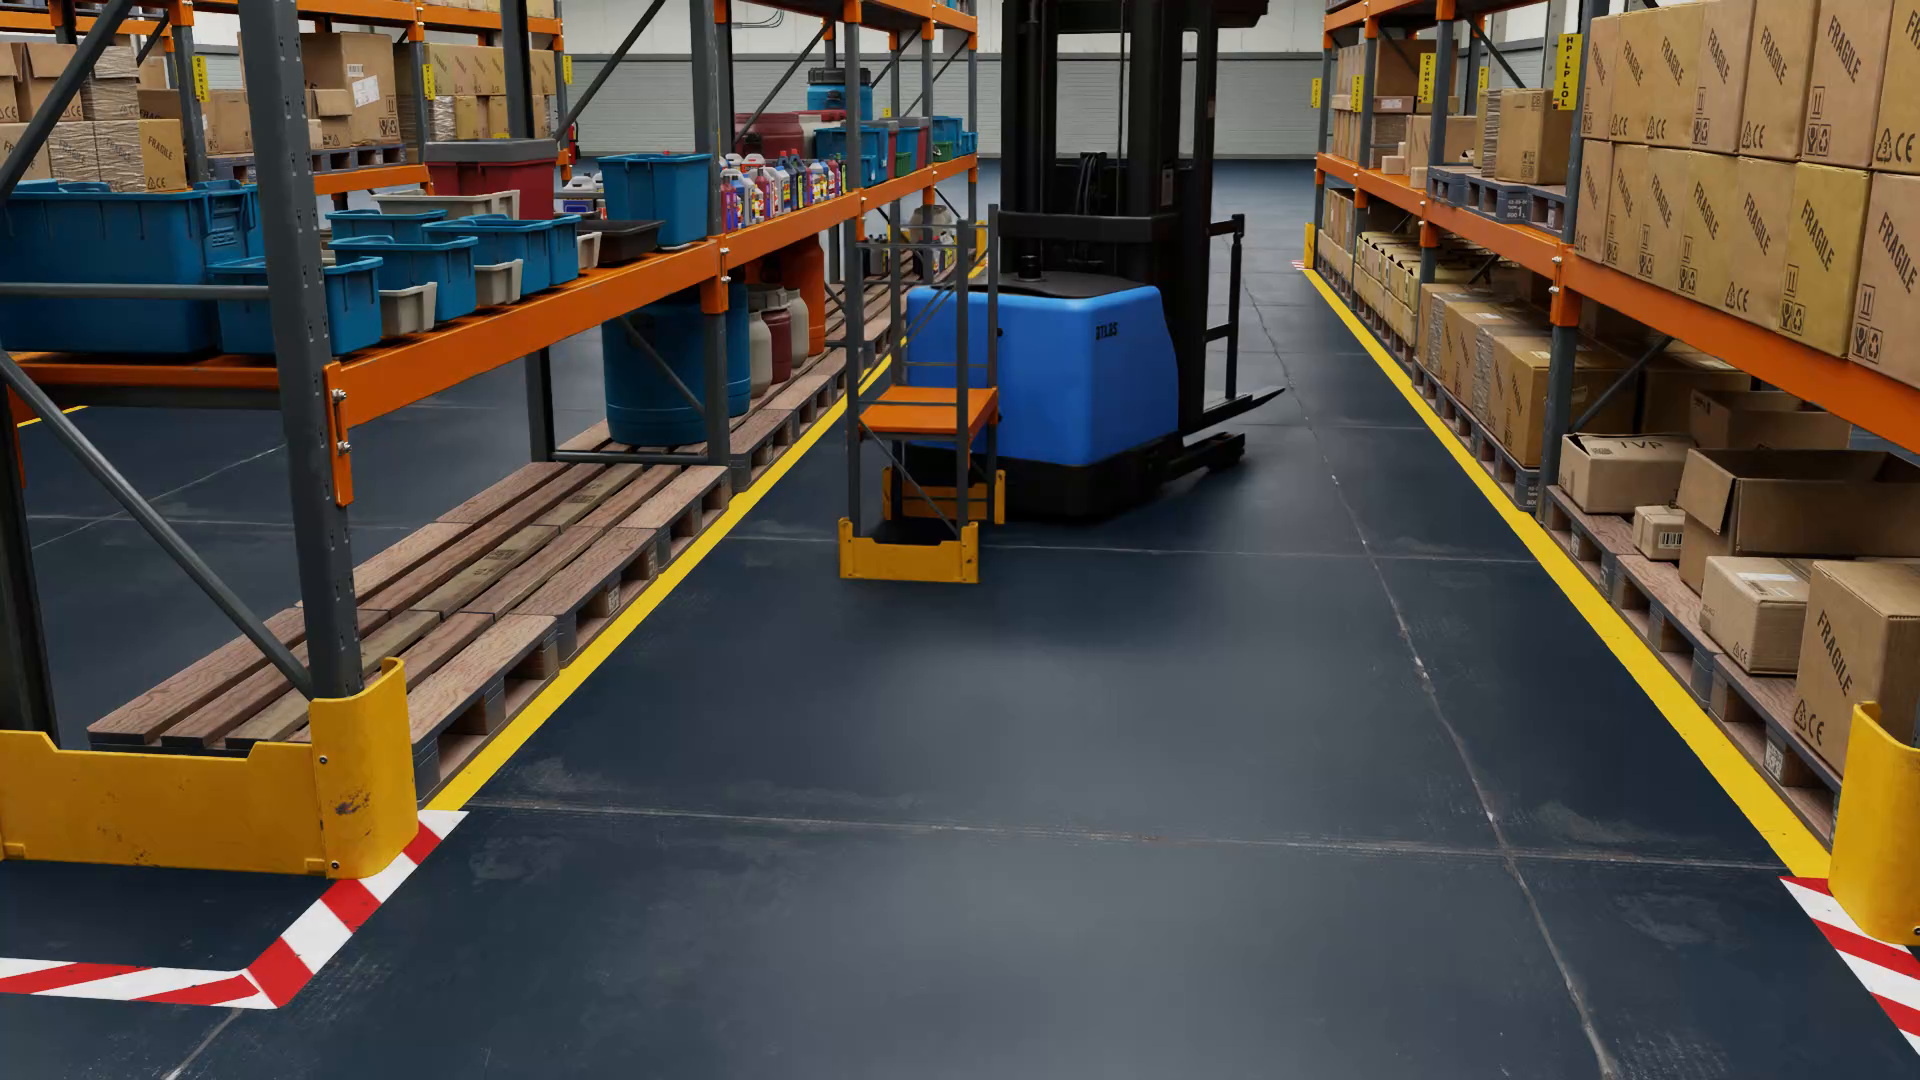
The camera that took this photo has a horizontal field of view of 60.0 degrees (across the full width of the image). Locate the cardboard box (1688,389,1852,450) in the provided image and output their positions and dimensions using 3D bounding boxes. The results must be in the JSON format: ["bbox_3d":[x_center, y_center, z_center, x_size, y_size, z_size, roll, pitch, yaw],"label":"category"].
[{"bbox_3d":[3.478,-0.363,7.202,0.500,0.500,0.500,2,15,6],"label":"cardboard box"}]

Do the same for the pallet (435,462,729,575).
[{"bbox_3d":[-1.705,-0.122,7.709,1.003,0.211,1.213,2,15,6],"label":"pallet"}]

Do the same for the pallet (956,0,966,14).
[{"bbox_3d":[-0.497,-5.917,18.414,1.003,0.211,1.213,2,15,6],"label":"pallet"}]

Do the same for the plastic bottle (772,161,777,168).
[{"bbox_3d":[-1.124,-2.183,10.214,0.061,0.283,0.133,2,15,6],"label":"plastic bottle"}]

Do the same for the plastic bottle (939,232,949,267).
[{"bbox_3d":[-0.186,-3.025,17.334,0.144,0.351,0.185,2,15,6],"label":"plastic bottle"}]

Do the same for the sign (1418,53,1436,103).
[{"bbox_3d":[3.160,-3.125,11.254,0.100,0.325,0.005,2,15,6],"label":"sign"}]

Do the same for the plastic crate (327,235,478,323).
[{"bbox_3d":[-1.683,-0.796,5.064,0.416,0.233,0.300,2,15,6],"label":"plastic crate"}]

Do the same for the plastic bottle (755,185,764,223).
[{"bbox_3d":[-1.127,-1.847,9.128,0.097,0.201,0.097,0,15,0],"label":"plastic bottle"}]

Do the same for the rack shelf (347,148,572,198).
[{"bbox_3d":[-5.454,-4.052,18.279,1.077,0.370,4.000,2,15,6],"label":"rack shelf"}]

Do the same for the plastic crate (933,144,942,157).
[{"bbox_3d":[-0.573,-3.837,16.224,0.767,0.338,0.504,2,15,6],"label":"plastic crate"}]

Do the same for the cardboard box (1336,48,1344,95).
[{"bbox_3d":[4.543,-5.165,18.341,0.700,0.500,0.500,2,15,6],"label":"cardboard box"}]

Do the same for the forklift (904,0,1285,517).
[{"bbox_3d":[0.931,-1.857,8.913,1.130,2.935,3.031,9,18,31],"label":"forklift"}]

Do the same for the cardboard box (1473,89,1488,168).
[{"bbox_3d":[3.753,-2.635,10.663,0.700,0.500,0.500,-3,16,-13],"label":"cardboard box"}]

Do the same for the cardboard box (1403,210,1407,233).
[{"bbox_3d":[4.575,-3.066,16.282,0.500,0.500,0.500,2,15,6],"label":"cardboard box"}]

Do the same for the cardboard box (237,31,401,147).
[{"bbox_3d":[-5.908,-4.171,15.387,1.000,1.000,1.000,2,15,7],"label":"cardboard box"}]

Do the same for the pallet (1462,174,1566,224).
[{"bbox_3d":[3.497,-1.953,9.507,1.003,0.211,1.213,2,15,6],"label":"pallet"}]

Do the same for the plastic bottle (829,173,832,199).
[{"bbox_3d":[-0.900,-2.369,11.059,0.097,0.201,0.097,0,15,0],"label":"plastic bottle"}]

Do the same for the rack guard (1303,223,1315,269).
[{"bbox_3d":[4.617,-3.425,19.370,1.175,0.500,0.348,2,15,6],"label":"rack guard"}]

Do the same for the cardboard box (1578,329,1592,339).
[{"bbox_3d":[3.670,-0.905,9.209,0.500,0.500,0.500,2,15,7],"label":"cardboard box"}]

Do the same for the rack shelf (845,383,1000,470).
[{"bbox_3d":[-0.146,-0.516,7.386,0.538,0.185,1.000,2,15,8],"label":"rack shelf"}]

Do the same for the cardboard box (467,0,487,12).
[{"bbox_3d":[-5.253,-5.631,17.282,0.500,0.250,0.500,1,15,4],"label":"cardboard box"}]

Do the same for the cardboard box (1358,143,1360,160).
[{"bbox_3d":[4.260,-3.888,16.104,0.700,0.500,0.500,2,15,6],"label":"cardboard box"}]

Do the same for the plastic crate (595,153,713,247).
[{"bbox_3d":[-1.375,-1.550,7.563,0.392,0.384,0.575,2,15,6],"label":"plastic crate"}]

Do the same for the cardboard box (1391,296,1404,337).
[{"bbox_3d":[3.583,-1.703,12.678,0.500,0.250,0.500,2,15,6],"label":"cardboard box"}]

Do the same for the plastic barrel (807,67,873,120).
[{"bbox_3d":[-1.103,-3.885,15.324,0.600,0.901,0.708,2,15,6],"label":"plastic barrel"}]

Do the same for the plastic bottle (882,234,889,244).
[{"bbox_3d":[-0.821,-3.206,18.158,0.097,0.271,0.097,0,15,0],"label":"plastic bottle"}]

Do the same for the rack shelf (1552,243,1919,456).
[{"bbox_3d":[3.035,-0.647,5.686,1.077,0.370,4.000,2,15,6],"label":"rack shelf"}]

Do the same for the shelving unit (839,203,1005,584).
[{"bbox_3d":[-0.147,-0.687,7.330,0.587,1.500,1.083,2,15,8],"label":"shelving unit"}]

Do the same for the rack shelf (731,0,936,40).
[{"bbox_3d":[-0.984,-4.317,13.511,1.077,0.370,4.000,2,15,6],"label":"rack shelf"}]

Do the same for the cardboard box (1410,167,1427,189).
[{"bbox_3d":[3.539,-2.671,12.273,0.380,0.149,0.250,2,15,6],"label":"cardboard box"}]

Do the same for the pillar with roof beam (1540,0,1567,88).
[{"bbox_3d":[8.071,-11.965,34.670,9.100,9.000,0.400,2,15,6],"label":"pillar with roof beam"}]

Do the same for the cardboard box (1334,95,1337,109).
[{"bbox_3d":[4.329,-4.823,18.317,0.380,0.149,0.250,1,15,5],"label":"cardboard box"}]

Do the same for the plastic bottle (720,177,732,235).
[{"bbox_3d":[-1.196,-1.686,8.375,0.061,0.283,0.133,2,15,6],"label":"plastic bottle"}]

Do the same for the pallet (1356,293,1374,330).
[{"bbox_3d":[4.119,-2.050,14.837,1.003,0.211,1.213,2,15,6],"label":"pallet"}]

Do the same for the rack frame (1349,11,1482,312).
[{"bbox_3d":[4.163,-3.588,15.184,1.000,3.000,0.127,2,15,6],"label":"rack frame"}]

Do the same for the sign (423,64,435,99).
[{"bbox_3d":[-5.128,-4.424,16.059,0.100,0.325,0.005,2,15,6],"label":"sign"}]

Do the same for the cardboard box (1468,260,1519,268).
[{"bbox_3d":[4.114,-1.960,12.554,0.500,0.311,0.500,1,15,5],"label":"cardboard box"}]

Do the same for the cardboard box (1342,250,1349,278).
[{"bbox_3d":[4.064,-2.719,16.435,0.500,0.250,0.500,2,15,6],"label":"cardboard box"}]

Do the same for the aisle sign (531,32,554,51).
[{"bbox_3d":[-4.923,-6.180,19.791,0.394,0.787,0.004,2,15,6],"label":"aisle sign"}]

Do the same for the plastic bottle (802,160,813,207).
[{"bbox_3d":[-0.960,-2.227,10.375,0.061,0.283,0.133,2,15,6],"label":"plastic bottle"}]

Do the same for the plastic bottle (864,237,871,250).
[{"bbox_3d":[-0.950,-2.894,16.849,0.144,0.351,0.185,1,15,3],"label":"plastic bottle"}]

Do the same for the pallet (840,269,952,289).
[{"bbox_3d":[-0.641,-2.562,16.731,1.003,0.211,1.213,2,15,6],"label":"pallet"}]

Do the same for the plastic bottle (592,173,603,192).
[{"bbox_3d":[-1.896,-1.806,8.834,0.152,0.276,0.135,2,15,6],"label":"plastic bottle"}]

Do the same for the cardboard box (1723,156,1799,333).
[{"bbox_3d":[2.706,-0.912,5.096,0.500,0.500,0.500,2,15,7],"label":"cardboard box"}]

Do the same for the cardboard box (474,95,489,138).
[{"bbox_3d":[-5.520,-4.449,17.606,0.875,0.500,0.500,2,15,6],"label":"cardboard box"}]

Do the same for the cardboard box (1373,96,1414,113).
[{"bbox_3d":[3.981,-4.026,15.371,0.380,0.149,0.250,2,15,6],"label":"cardboard box"}]

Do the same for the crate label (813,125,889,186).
[{"bbox_3d":[-0.829,-2.964,12.810,0.502,0.435,0.616,2,15,6],"label":"crate label"}]

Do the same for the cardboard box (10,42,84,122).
[{"bbox_3d":[-6.306,-3.018,10.962,0.797,0.503,0.637,2,15,8],"label":"cardboard box"}]

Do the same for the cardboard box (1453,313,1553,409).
[{"bbox_3d":[3.208,-1.045,9.727,0.500,0.500,0.500,1,15,4],"label":"cardboard box"}]

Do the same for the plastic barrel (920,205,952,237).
[{"bbox_3d":[-0.305,-3.601,19.194,0.421,0.512,0.421,0,15,0],"label":"plastic barrel"}]

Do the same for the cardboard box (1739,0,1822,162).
[{"bbox_3d":[2.696,-1.396,4.970,0.500,0.500,0.500,2,15,8],"label":"cardboard box"}]

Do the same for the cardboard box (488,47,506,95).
[{"bbox_3d":[-5.219,-5.054,17.928,0.500,0.500,0.500,2,15,6],"label":"cardboard box"}]

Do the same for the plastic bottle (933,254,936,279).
[{"bbox_3d":[-0.287,-2.700,16.284,0.097,0.271,0.097,0,15,0],"label":"plastic bottle"}]

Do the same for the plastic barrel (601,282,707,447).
[{"bbox_3d":[-1.583,-0.990,8.793,0.600,0.901,0.708,2,15,6],"label":"plastic barrel"}]

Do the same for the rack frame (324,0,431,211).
[{"bbox_3d":[-5.680,-3.881,16.267,1.000,3.000,0.127,2,15,6],"label":"rack frame"}]

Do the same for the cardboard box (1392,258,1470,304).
[{"bbox_3d":[3.578,-1.975,12.607,0.500,0.311,0.500,1,15,5],"label":"cardboard box"}]
